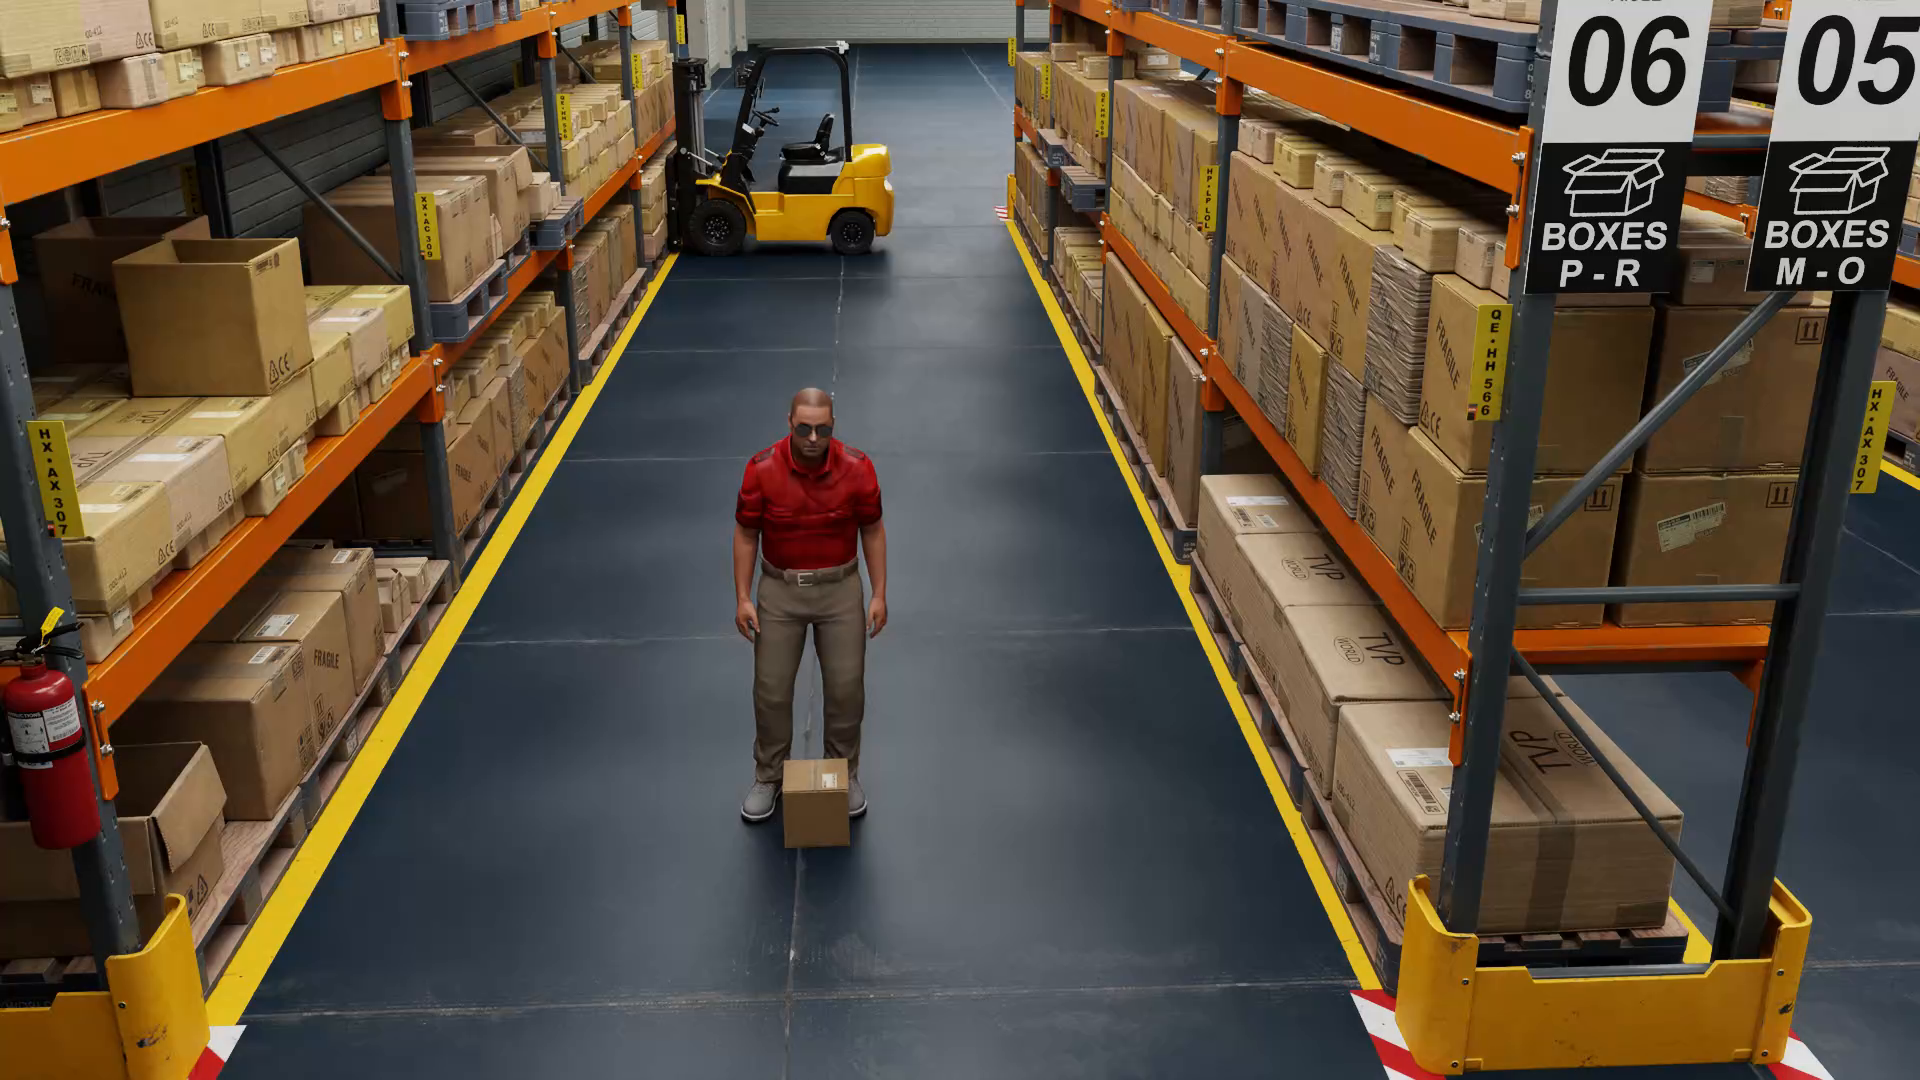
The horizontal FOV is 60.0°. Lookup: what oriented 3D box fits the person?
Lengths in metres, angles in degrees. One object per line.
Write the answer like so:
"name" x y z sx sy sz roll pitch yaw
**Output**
"person" -0.581 0.238 6.450 0.606 1.727 0.387 -2 20 -6
